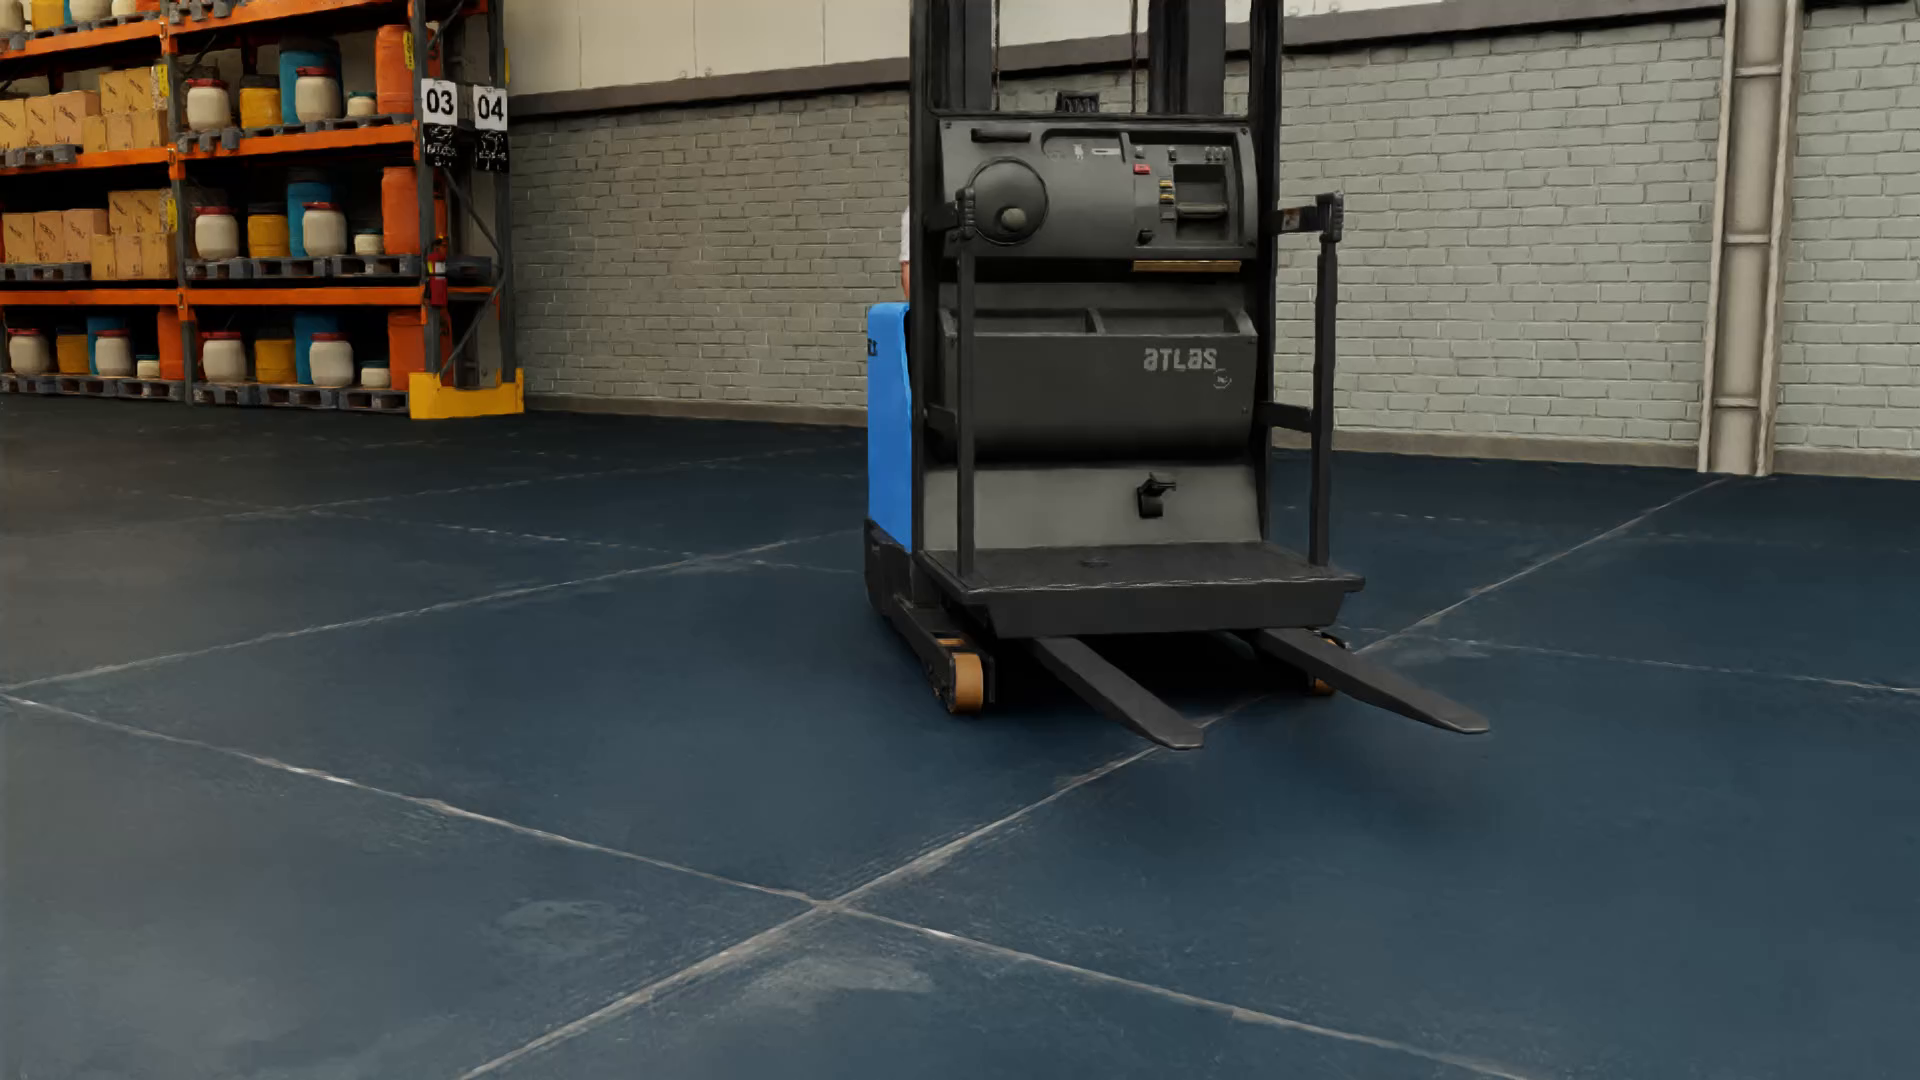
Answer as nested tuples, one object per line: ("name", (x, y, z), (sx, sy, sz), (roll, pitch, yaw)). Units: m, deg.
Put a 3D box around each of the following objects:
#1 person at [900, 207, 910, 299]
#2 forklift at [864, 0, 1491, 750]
("person", (0.055, -0.883, 7.431), (0.576, 1.782, 0.655), (5, 10, 34))
("forklift", (0.446, -1.049, 4.571), (1.130, 2.935, 3.031), (-2, 8, -11))
